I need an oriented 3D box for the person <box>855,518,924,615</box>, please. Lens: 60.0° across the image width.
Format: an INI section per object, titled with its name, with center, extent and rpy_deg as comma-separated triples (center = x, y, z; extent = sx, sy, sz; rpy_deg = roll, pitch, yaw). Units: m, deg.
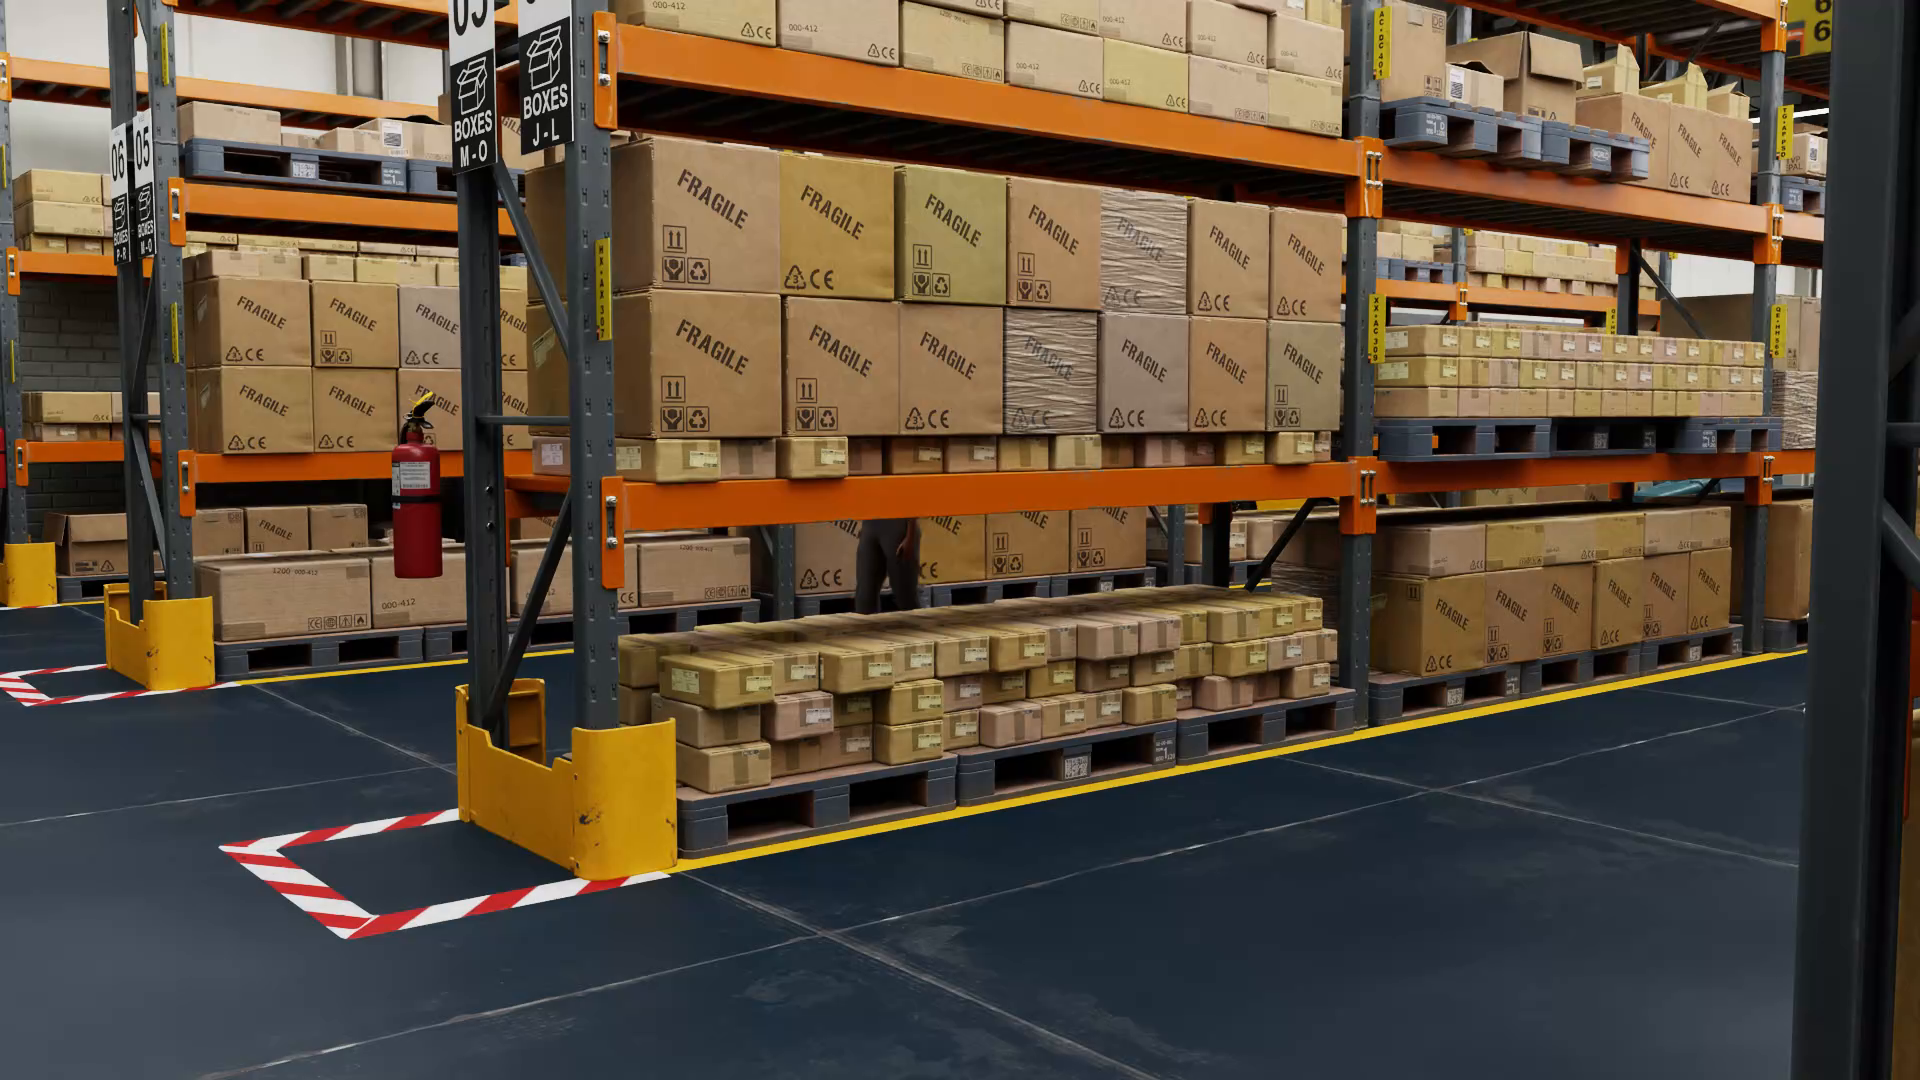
[person]
center = -0.447, -0.027, 9.497
extent = 0.538, 1.655, 0.471
rpy_deg = -4, 6, -38
